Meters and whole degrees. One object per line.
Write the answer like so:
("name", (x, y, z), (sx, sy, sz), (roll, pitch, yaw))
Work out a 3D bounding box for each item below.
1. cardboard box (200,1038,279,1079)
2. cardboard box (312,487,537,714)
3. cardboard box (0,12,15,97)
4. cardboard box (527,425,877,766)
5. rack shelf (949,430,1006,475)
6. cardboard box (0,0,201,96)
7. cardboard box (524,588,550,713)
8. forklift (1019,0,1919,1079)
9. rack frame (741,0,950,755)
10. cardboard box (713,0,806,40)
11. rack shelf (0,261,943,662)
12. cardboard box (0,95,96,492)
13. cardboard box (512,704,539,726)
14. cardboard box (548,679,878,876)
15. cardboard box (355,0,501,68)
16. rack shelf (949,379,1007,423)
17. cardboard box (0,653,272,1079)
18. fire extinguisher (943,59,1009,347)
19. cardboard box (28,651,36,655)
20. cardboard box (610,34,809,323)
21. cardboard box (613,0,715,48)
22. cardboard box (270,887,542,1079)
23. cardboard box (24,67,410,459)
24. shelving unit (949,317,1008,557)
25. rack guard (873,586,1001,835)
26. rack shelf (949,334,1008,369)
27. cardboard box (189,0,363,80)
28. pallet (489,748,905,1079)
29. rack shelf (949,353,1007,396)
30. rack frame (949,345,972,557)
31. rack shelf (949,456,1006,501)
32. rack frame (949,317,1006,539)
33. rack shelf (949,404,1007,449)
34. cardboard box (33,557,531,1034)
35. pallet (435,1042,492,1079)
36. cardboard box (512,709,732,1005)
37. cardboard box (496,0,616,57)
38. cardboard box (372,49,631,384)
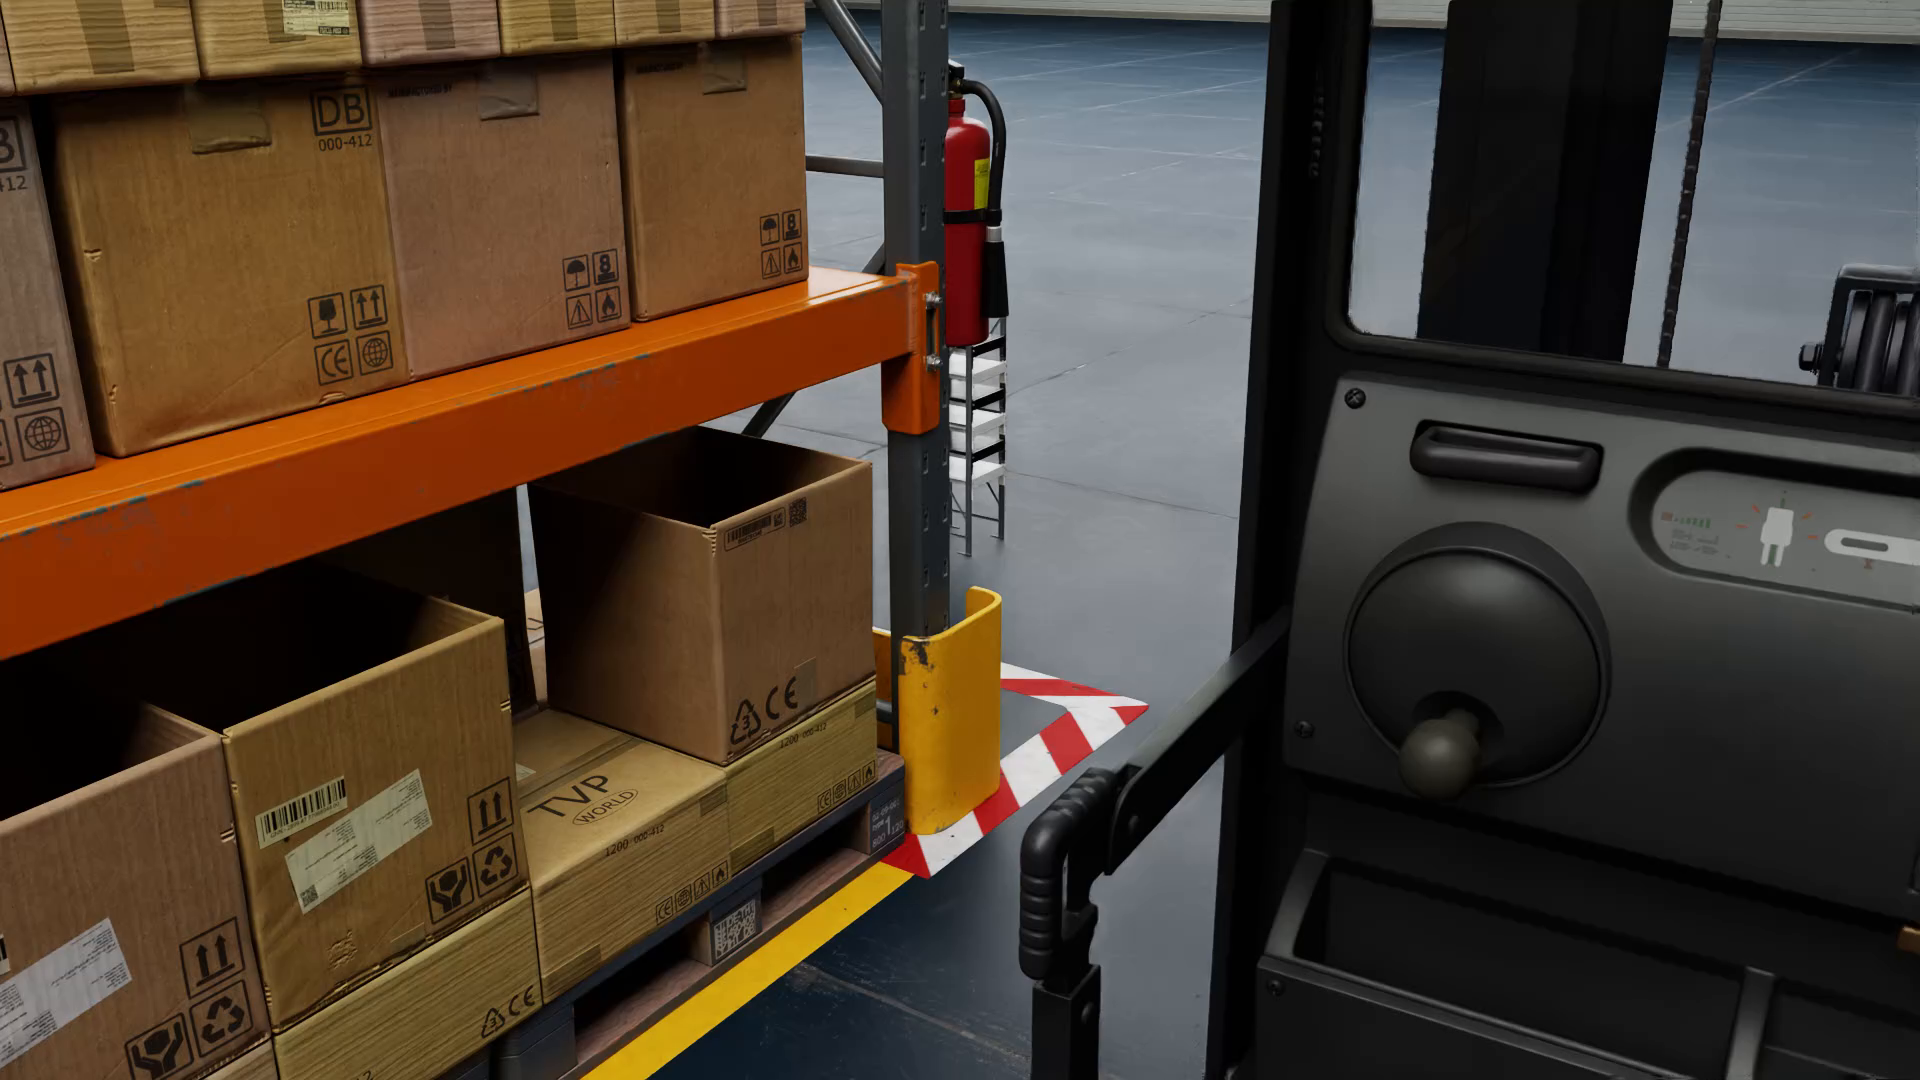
("cardboard box", (-1.360, 0.874, 2.436), (0.500, 0.250, 0.500), (13, 24, 32))
("cardboard box", (-1.234, 0.133, 3.360), (0.500, 0.500, 0.500), (13, 24, 32))
("cardboard box", (-1.397, -0.621, 2.042), (0.380, 0.149, 0.250), (13, 24, 31))
("cardboard box", (-0.525, 0.090, 3.474), (0.500, 0.500, 0.500), (13, 24, 32))
("rack shelf", (-0.005, -0.304, 5.645), (0.258, 0.077, 0.200), (13, 24, 32))
("cardboard box", (-1.253, -0.695, 2.241), (0.380, 0.149, 0.250), (14, 25, 33))
("cardboard box", (-0.955, 0.341, 3.879), (0.500, 0.250, 0.500), (13, 24, 32))
("forklift", (0.646, 0.111, 1.241), (1.130, 2.935, 3.031), (11, 23, 28))
("rack frame", (-0.469, -0.863, 3.773), (1.000, 3.000, 0.127), (13, 24, 32))
("cardboard box", (-0.527, -1.067, 3.246), (0.380, 0.149, 0.250), (13, 24, 31))
("rack shelf", (-1.594, 0.049, 2.347), (1.077, 0.370, 4.000), (13, 24, 32))
("cardboard box", (-1.610, -0.333, 2.198), (0.700, 0.500, 0.500), (14, 25, 33))
("cardboard box", (-1.233, 0.485, 3.489), (0.500, 0.250, 0.500), (13, 24, 32))
("cardboard box", (-0.526, 0.442, 3.606), (0.500, 0.250, 0.500), (13, 24, 32))
("cardboard box", (-0.959, -0.846, 2.650), (0.380, 0.149, 0.250), (14, 24, 33))
("rack shelf", (-0.005, -0.473, 5.583), (0.258, 0.077, 0.200), (13, 24, 32))
("cardboard box", (-1.357, 0.523, 2.304), (0.500, 0.500, 0.500), (13, 24, 32))
("fire extinguisher", (-0.019, -0.770, 3.633), (0.296, 0.674, 0.183), (13, 24, 32))
("cardboard box", (-1.505, 0.279, 2.965), (0.500, 0.500, 0.500), (13, 24, 32))
("cardboard box", (-0.742, -0.778, 3.400), (0.700, 0.500, 0.500), (13, 24, 32))
("cardboard box", (-0.673, -0.992, 3.043), (0.380, 0.149, 0.250), (14, 24, 33))
("cardboard box", (-1.077, 0.731, 2.823), (0.500, 0.250, 0.500), (13, 24, 32))
("cardboard box", (-1.318, -0.485, 2.608), (0.700, 0.500, 0.500), (13, 24, 32))
("shelving unit", (-0.005, -0.420, 5.603), (0.258, 0.900, 0.210), (13, 24, 32))
("rack guard", (-0.456, 0.303, 4.225), (1.175, 0.500, 0.348), (13, 24, 32))
("rack shelf", (-0.005, -0.642, 5.520), (0.258, 0.077, 0.200), (13, 24, 32))
("cardboard box", (-1.107, -0.771, 2.446), (0.380, 0.149, 0.250), (14, 25, 33))
("pallet", (-0.865, 0.673, 3.642), (1.003, 0.211, 1.213), (13, 24, 32))
("rack shelf", (-0.005, -0.557, 5.552), (0.258, 0.077, 0.200), (13, 24, 32))
("rack frame", (-0.062, -0.391, 5.524), (0.240, 0.900, 0.006), (13, 24, 32))
("rack shelf", (-0.005, -0.220, 5.677), (0.258, 0.077, 0.200), (13, 24, 32))
("rack frame", (0.053, -0.449, 5.681), (0.240, 0.900, 0.006), (13, 24, 32))
("rack shelf", (-0.005, -0.388, 5.614), (0.258, 0.077, 0.200), (13, 24, 32))
("cardboard box", (-1.075, 0.380, 2.691), (0.500, 0.500, 0.500), (13, 24, 32))
("pallet", (-1.551, 1.021, 2.699), (1.003, 0.211, 1.213), (13, 24, 32))
("cardboard box", (-0.798, 0.587, 3.211), (0.500, 0.250, 0.500), (13, 24, 32))
("cardboard box", (-0.816, -0.918, 2.844), (0.380, 0.149, 0.250), (13, 24, 31))
("cardboard box", (-1.034, -0.626, 2.991), (0.700, 0.500, 0.500), (14, 24, 33))
